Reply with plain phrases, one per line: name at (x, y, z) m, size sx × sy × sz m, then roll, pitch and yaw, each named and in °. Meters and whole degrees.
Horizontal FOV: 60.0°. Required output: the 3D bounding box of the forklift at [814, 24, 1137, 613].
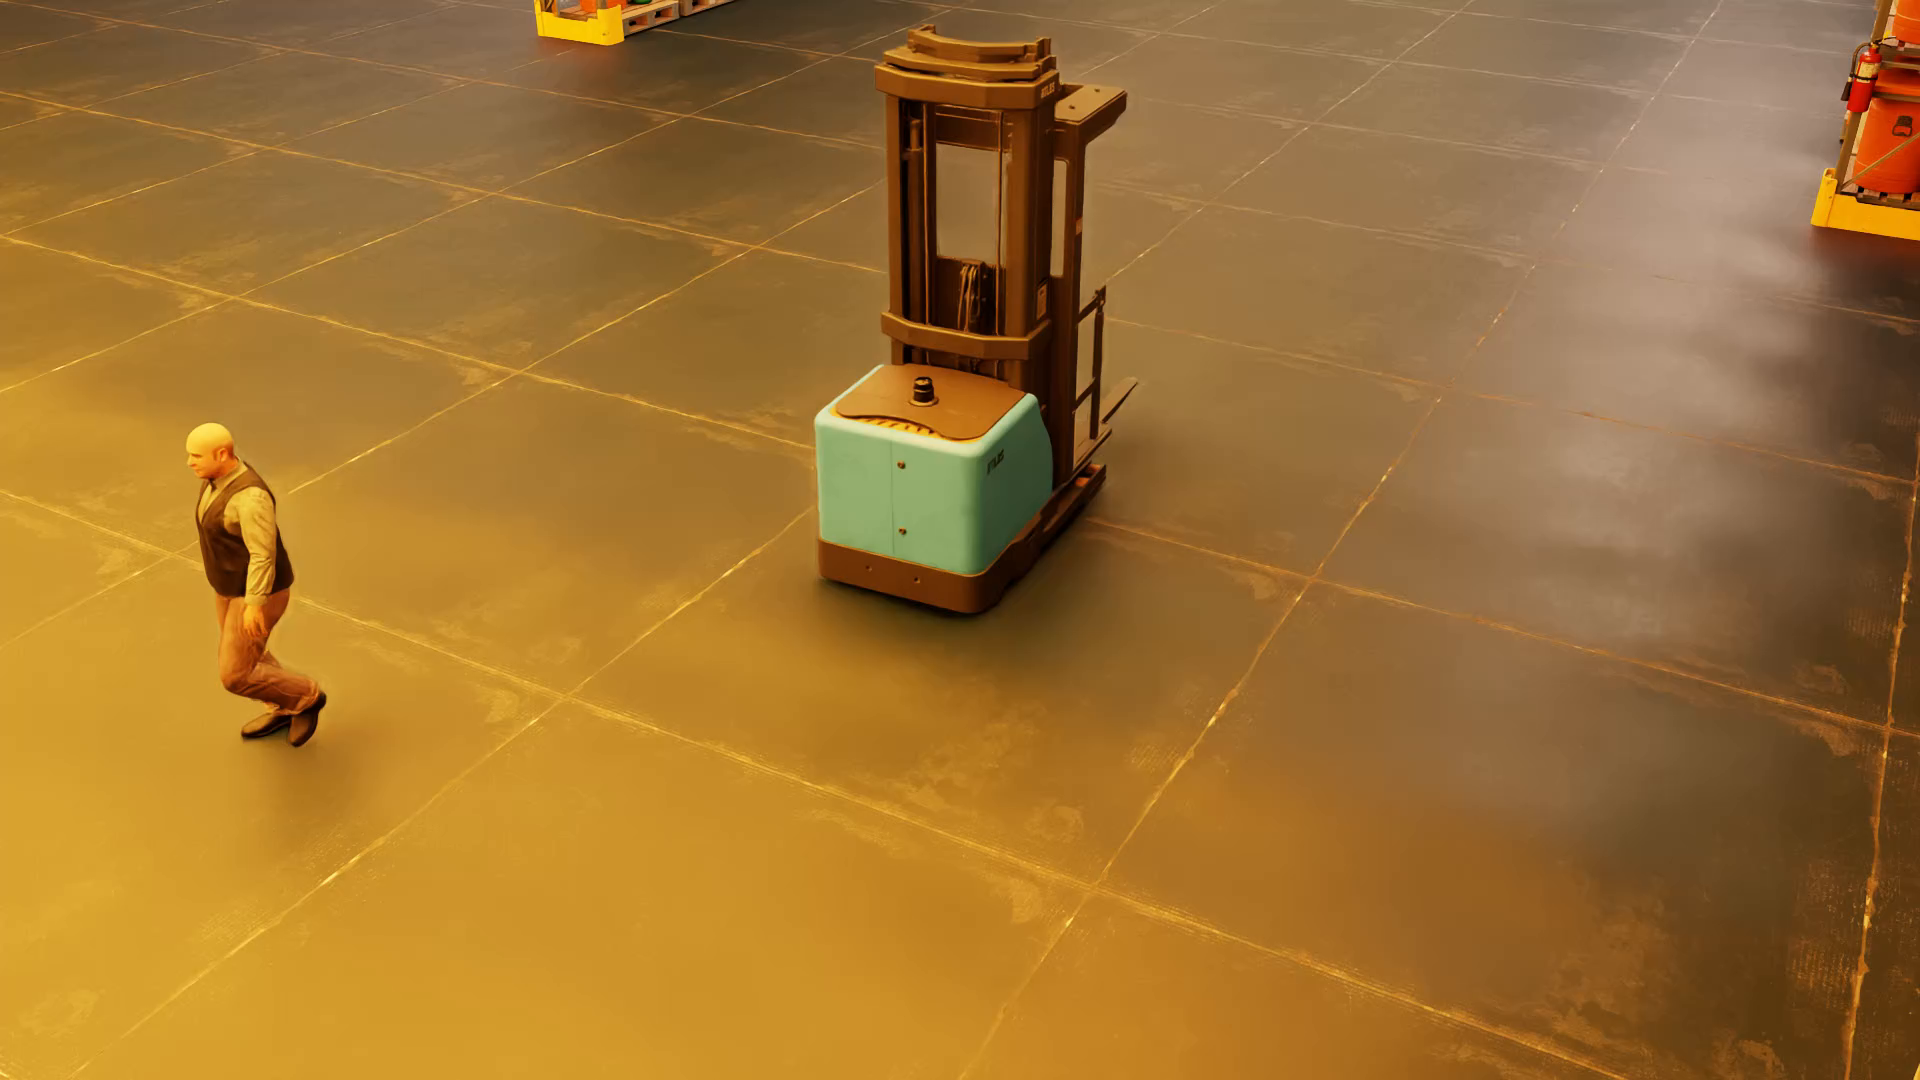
forklift at (0.276, -1.581, 9.809) m, size 1.130 × 2.935 × 3.031 m, roll 13°, pitch 33°, yaw 22°

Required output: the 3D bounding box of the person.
person at (-3.412, 0.237, 7.889) m, size 0.460 × 1.702 × 0.681 m, roll -24°, pitch 38°, yaw -35°
